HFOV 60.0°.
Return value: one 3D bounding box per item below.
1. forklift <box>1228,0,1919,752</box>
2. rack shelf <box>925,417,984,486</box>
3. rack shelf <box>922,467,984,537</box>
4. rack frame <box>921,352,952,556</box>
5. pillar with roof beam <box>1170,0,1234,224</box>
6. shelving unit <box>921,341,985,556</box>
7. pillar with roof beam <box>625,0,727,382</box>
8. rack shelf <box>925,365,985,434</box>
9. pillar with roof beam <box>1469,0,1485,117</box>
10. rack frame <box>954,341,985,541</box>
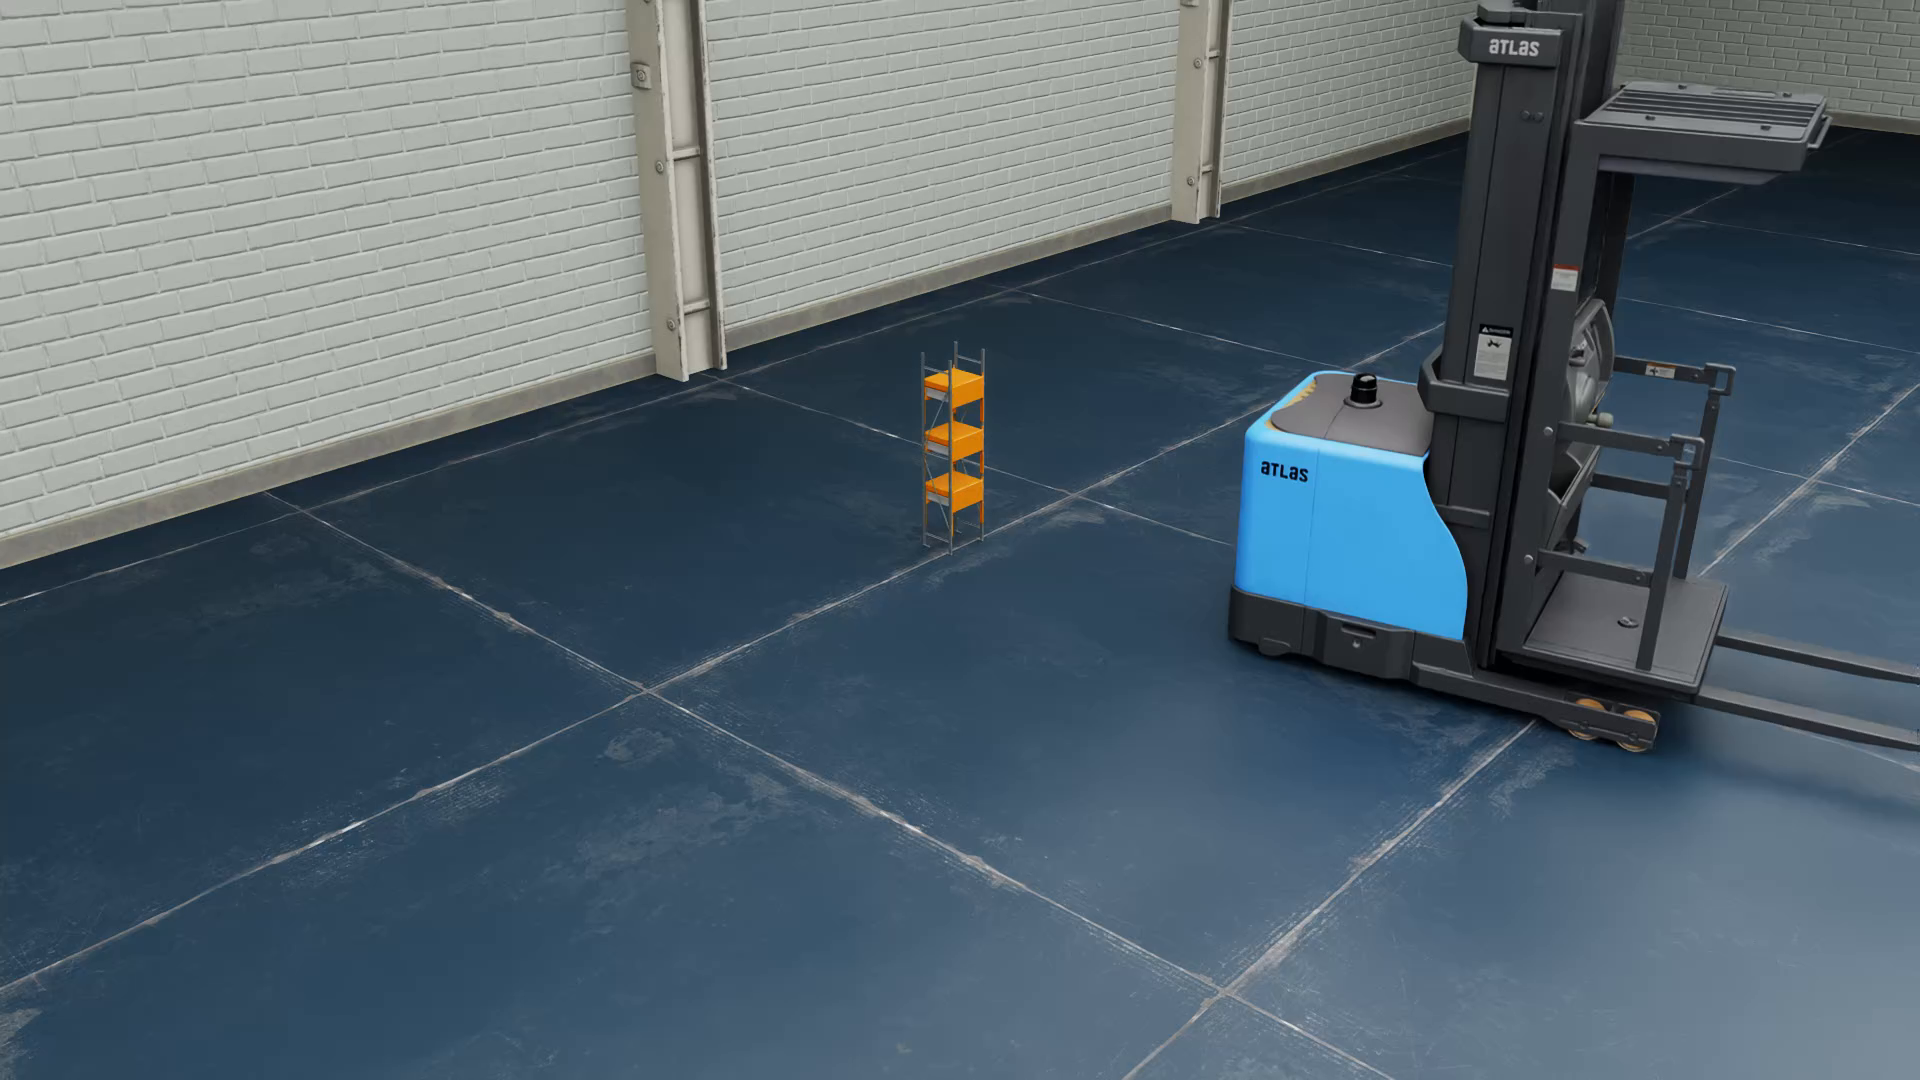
[{"bbox_3d":[2.769,-0.718,6.769,3.031,2.935,1.130,13,27,27],"label":"forklift"},{"bbox_3d":[-0.036,-0.453,8.503,0.215,0.259,0.240,20,31,38],"label":"rack shelf"},{"bbox_3d":[-0.036,-0.199,8.617,0.215,0.259,0.240,20,31,38],"label":"rack shelf"},{"bbox_3d":[-0.117,-0.426,8.416,0.200,1.050,0.008,20,31,38],"label":"rack frame"},{"bbox_3d":[5.377,-5.917,10.948,9.100,9.000,0.400,20,31,38],"label":"pillar with roof beam"},{"bbox_3d":[-0.036,-0.463,8.499,0.215,1.050,0.252,20,31,38],"label":"shelving unit"},{"bbox_3d":[1.372,-4.089,6.871,9.100,9.000,0.400,20,31,38],"label":"pillar with roof beam"},{"bbox_3d":[-0.036,-0.712,8.387,0.215,0.259,0.240,20,31,38],"label":"rack shelf"},{"bbox_3d":[9.381,-7.745,15.025,9.100,9.000,0.400,20,31,38],"label":"pillar with roof beam"},{"bbox_3d":[0.046,-0.500,8.582,0.200,1.050,0.008,20,31,38],"label":"rack frame"}]
